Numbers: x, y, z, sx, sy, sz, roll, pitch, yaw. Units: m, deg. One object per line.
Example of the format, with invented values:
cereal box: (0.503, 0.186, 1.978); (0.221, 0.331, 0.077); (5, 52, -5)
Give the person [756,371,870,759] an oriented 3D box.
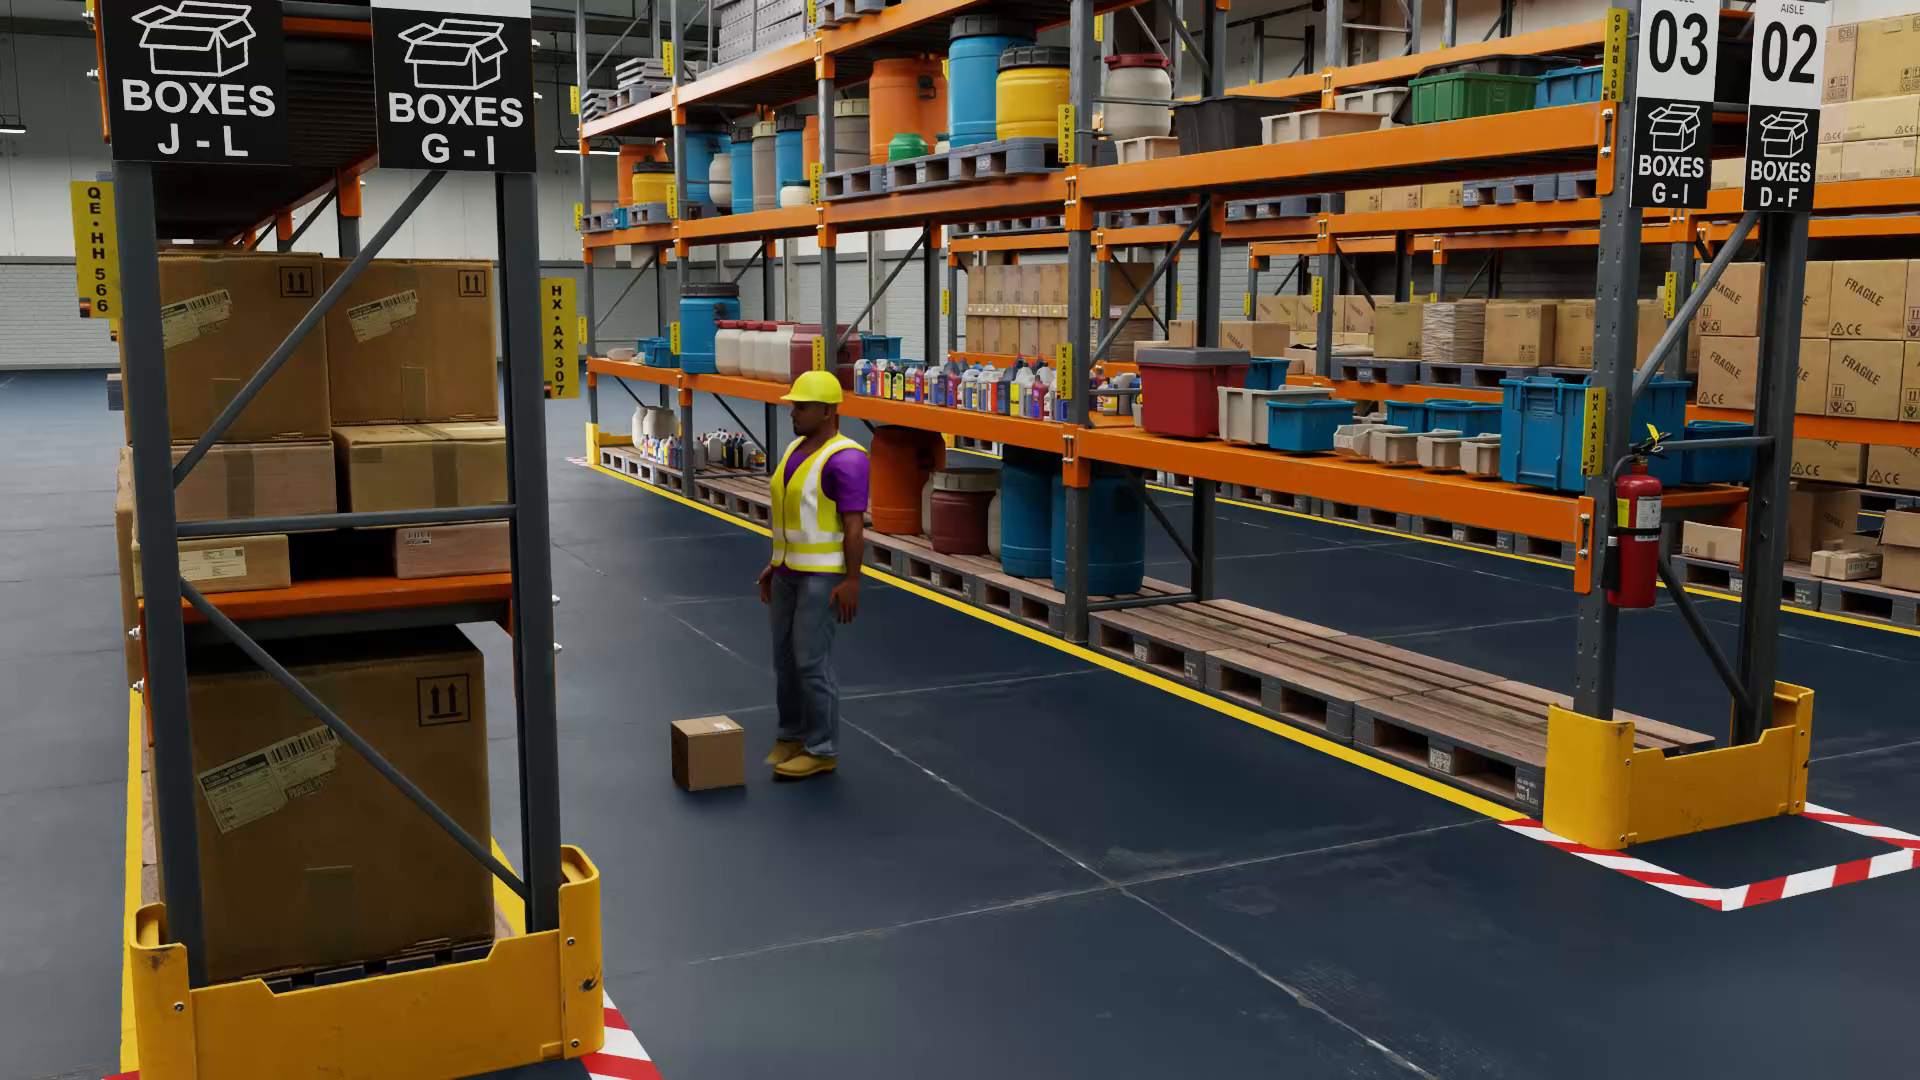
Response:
person: (-0.630, 0.112, 7.309); (0.337, 1.703, 0.592); (-6, 11, -37)
